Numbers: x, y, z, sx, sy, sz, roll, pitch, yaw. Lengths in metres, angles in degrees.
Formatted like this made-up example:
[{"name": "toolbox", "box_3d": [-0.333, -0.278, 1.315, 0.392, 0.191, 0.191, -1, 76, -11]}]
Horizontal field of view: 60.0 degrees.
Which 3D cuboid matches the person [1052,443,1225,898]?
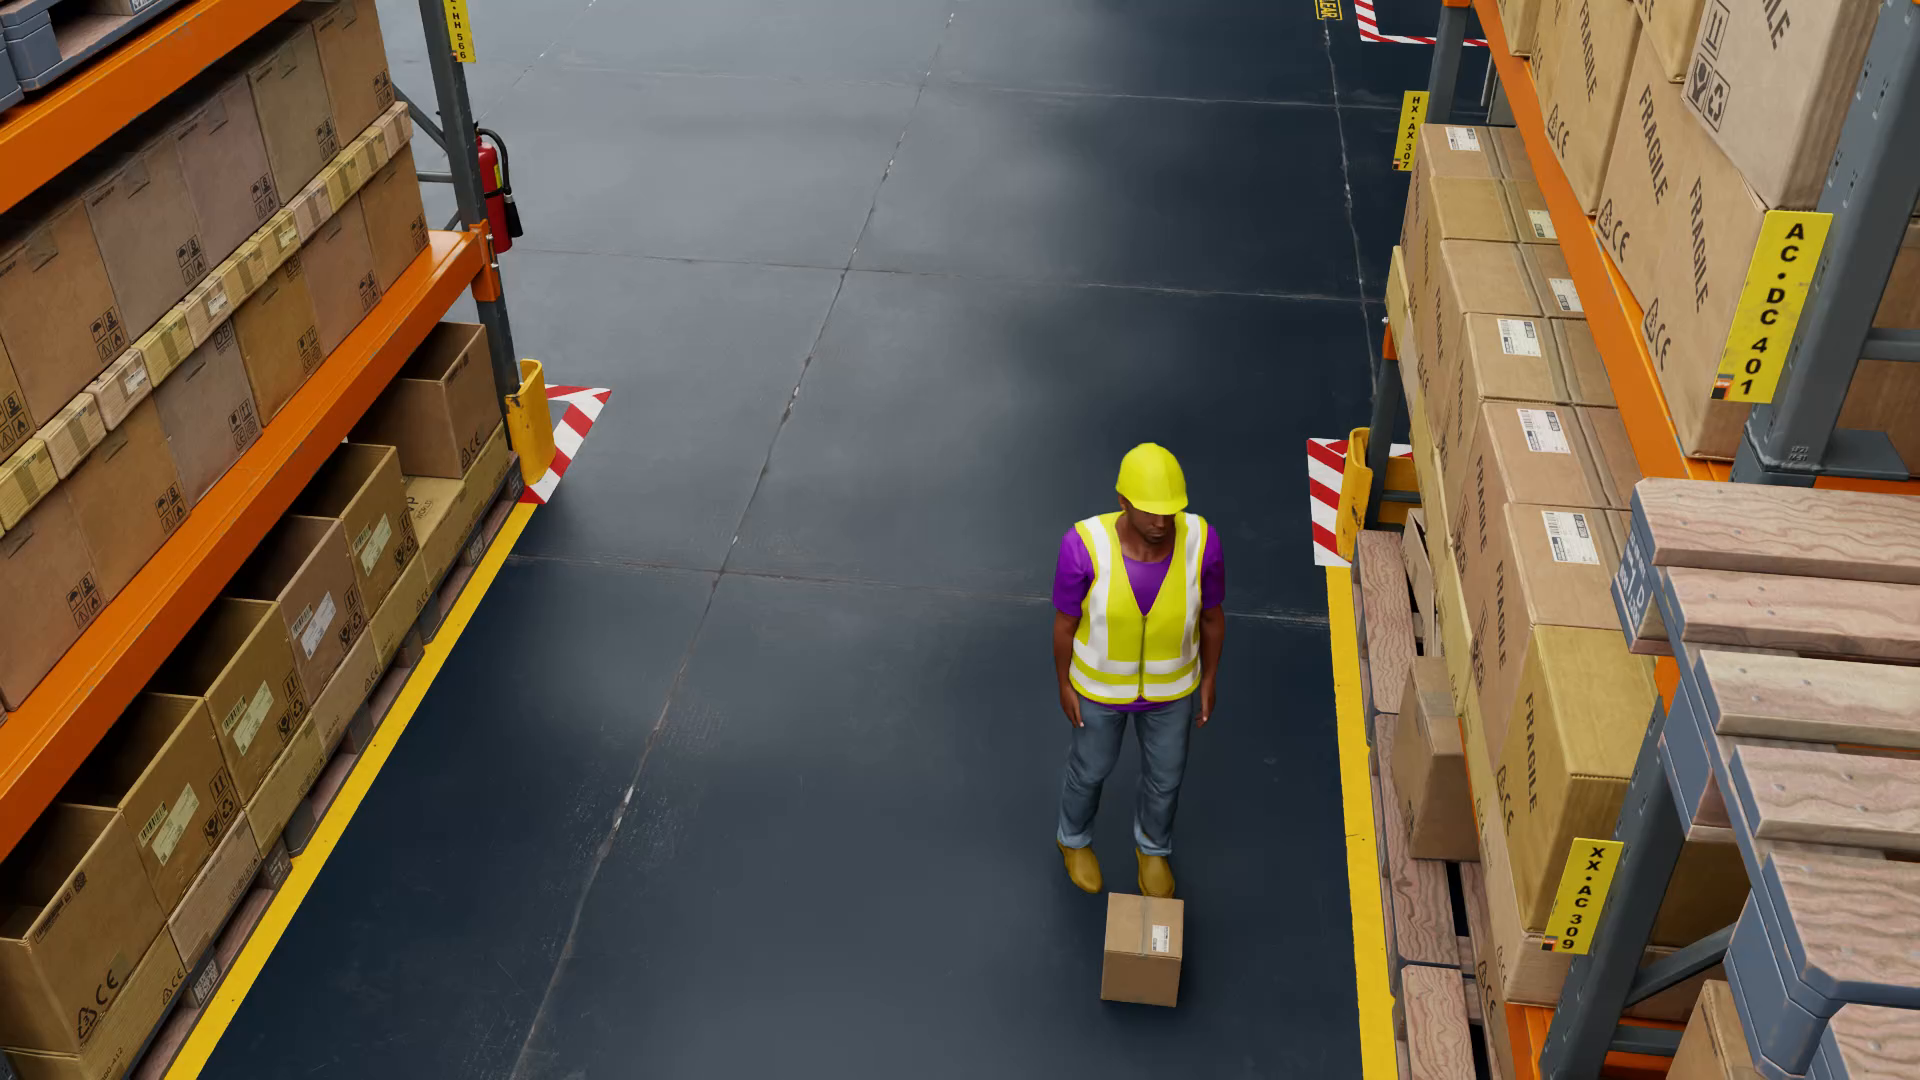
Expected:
[{"name": "person", "box_3d": [0.583, 0.480, 5.486, 0.565, 1.785, 0.396, -2, 36, -3]}]
